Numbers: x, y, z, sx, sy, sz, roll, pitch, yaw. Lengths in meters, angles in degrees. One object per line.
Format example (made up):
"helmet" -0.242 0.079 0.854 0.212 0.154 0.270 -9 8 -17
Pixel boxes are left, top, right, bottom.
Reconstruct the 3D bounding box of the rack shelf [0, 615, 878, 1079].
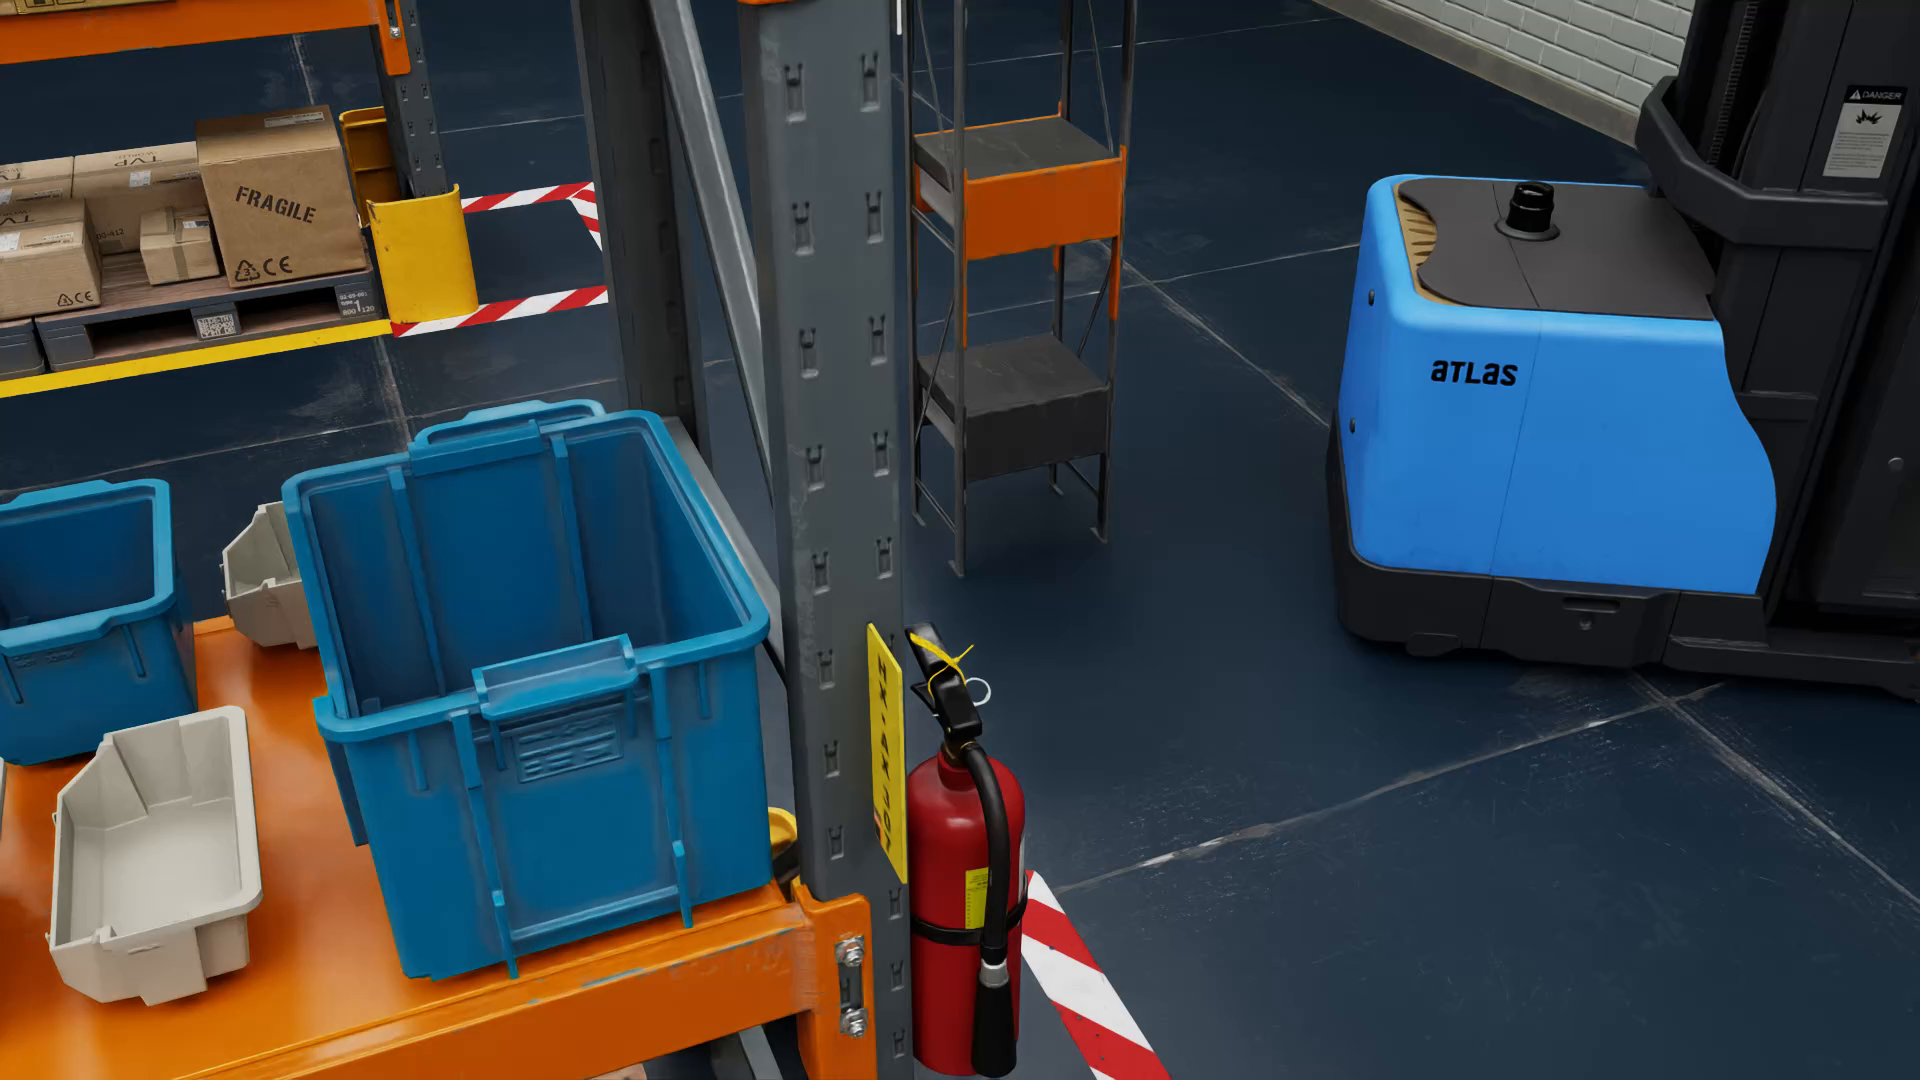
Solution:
"rack shelf" -2.157 0.774 1.969 4.000 0.370 1.077 -13 35 -19

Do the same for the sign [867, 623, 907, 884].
"sign" -0.085 0.255 1.957 0.005 0.325 0.100 -13 35 -19

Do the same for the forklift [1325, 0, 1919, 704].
"forklift" 2.647 -1.063 4.196 3.031 2.935 1.130 4 33 7

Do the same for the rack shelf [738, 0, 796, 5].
"rack shelf" -2.157 -0.483 1.151 4.000 0.370 1.077 -13 35 -19

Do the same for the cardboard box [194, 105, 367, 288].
"cardboard box" -2.633 -1.339 6.446 0.500 0.500 0.500 -13 35 -19

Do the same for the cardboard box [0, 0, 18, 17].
"cardboard box" -3.474 -2.038 5.540 0.500 0.500 0.500 -13 35 -19

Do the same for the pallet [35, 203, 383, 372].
"pallet" -3.032 -1.087 6.728 1.213 0.211 1.003 -13 35 -19

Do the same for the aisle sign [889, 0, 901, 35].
"aisle sign" -0.133 -0.907 1.510 0.004 0.787 0.394 -13 35 -19

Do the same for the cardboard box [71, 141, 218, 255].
"cardboard box" -3.299 -1.395 6.762 0.500 0.250 0.500 -13 35 -19

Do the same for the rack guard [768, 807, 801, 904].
"rack guard" -0.296 1.087 3.121 0.348 0.500 1.175 -13 35 -19

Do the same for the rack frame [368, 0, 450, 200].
"rack frame" -2.227 -2.441 6.251 0.127 3.000 1.000 -13 35 -19

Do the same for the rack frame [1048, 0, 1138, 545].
"rack frame" 0.378 -0.967 4.810 0.015 2.100 0.400 -13 35 -19

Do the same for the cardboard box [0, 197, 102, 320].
"cardboard box" -3.521 -1.049 6.229 0.500 0.250 0.500 -13 35 -19

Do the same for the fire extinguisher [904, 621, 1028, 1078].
"fire extinguisher" 0.002 0.436 2.242 0.183 0.674 0.296 -13 35 -19

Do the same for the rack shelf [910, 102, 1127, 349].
"rack shelf" 0.153 -0.904 4.738 0.480 0.518 0.431 -13 35 -19

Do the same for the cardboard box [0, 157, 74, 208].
"cardboard box" -3.760 -1.290 6.599 0.500 0.250 0.500 -13 35 -19

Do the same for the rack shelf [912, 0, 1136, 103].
"rack shelf" 0.153 -1.490 4.357 0.480 0.518 0.431 -13 35 -19

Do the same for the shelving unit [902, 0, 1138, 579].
"shelving unit" 0.153 -0.915 4.731 0.503 2.100 0.431 -13 35 -19

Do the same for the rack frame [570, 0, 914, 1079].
"rack frame" -0.313 0.051 2.422 0.127 3.000 1.000 -13 35 -19

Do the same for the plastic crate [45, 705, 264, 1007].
"plastic crate" -0.995 0.399 2.073 0.243 0.136 0.396 -13 35 -19

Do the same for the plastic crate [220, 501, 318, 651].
"plastic crate" -0.996 0.049 2.612 0.298 0.136 0.250 -13 35 -19

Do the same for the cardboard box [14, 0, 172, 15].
"cardboard box" -3.012 -2.140 5.697 0.500 0.500 0.500 -13 35 -19

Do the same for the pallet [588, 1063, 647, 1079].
"pallet" -1.089 1.374 2.945 1.213 0.211 1.003 -13 35 -19

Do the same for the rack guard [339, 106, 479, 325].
"rack guard" -2.297 -1.377 6.908 0.348 0.500 1.175 -13 35 -19

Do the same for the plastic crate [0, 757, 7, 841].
"plastic crate" -1.268 0.453 1.990 0.243 0.136 0.396 -13 35 -19

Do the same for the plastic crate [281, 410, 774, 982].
"plastic crate" -0.550 0.175 2.143 0.499 0.435 0.616 -13 35 -19

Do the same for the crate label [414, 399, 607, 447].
"crate label" -0.668 -0.018 2.625 0.303 0.233 0.416 -13 35 -19

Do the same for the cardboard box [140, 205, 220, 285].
"cardboard box" -3.042 -1.159 6.475 0.250 0.166 0.380 -13 35 -19

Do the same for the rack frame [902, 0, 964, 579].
"rack frame" -0.072 -0.864 4.652 0.015 2.100 0.400 -13 35 -19

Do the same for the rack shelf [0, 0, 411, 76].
"rack shelf" -4.071 -1.717 5.798 4.000 0.370 1.077 -13 35 -19

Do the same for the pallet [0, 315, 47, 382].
"pallet" -4.155 -0.832 6.335 1.213 0.211 1.003 -13 35 -19

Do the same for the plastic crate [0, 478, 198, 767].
"plastic crate" -1.275 0.121 2.412 0.300 0.233 0.416 -13 35 -19

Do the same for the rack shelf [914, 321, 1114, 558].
"rack shelf" 0.153 -0.317 5.120 0.480 0.518 0.431 -13 35 -19
